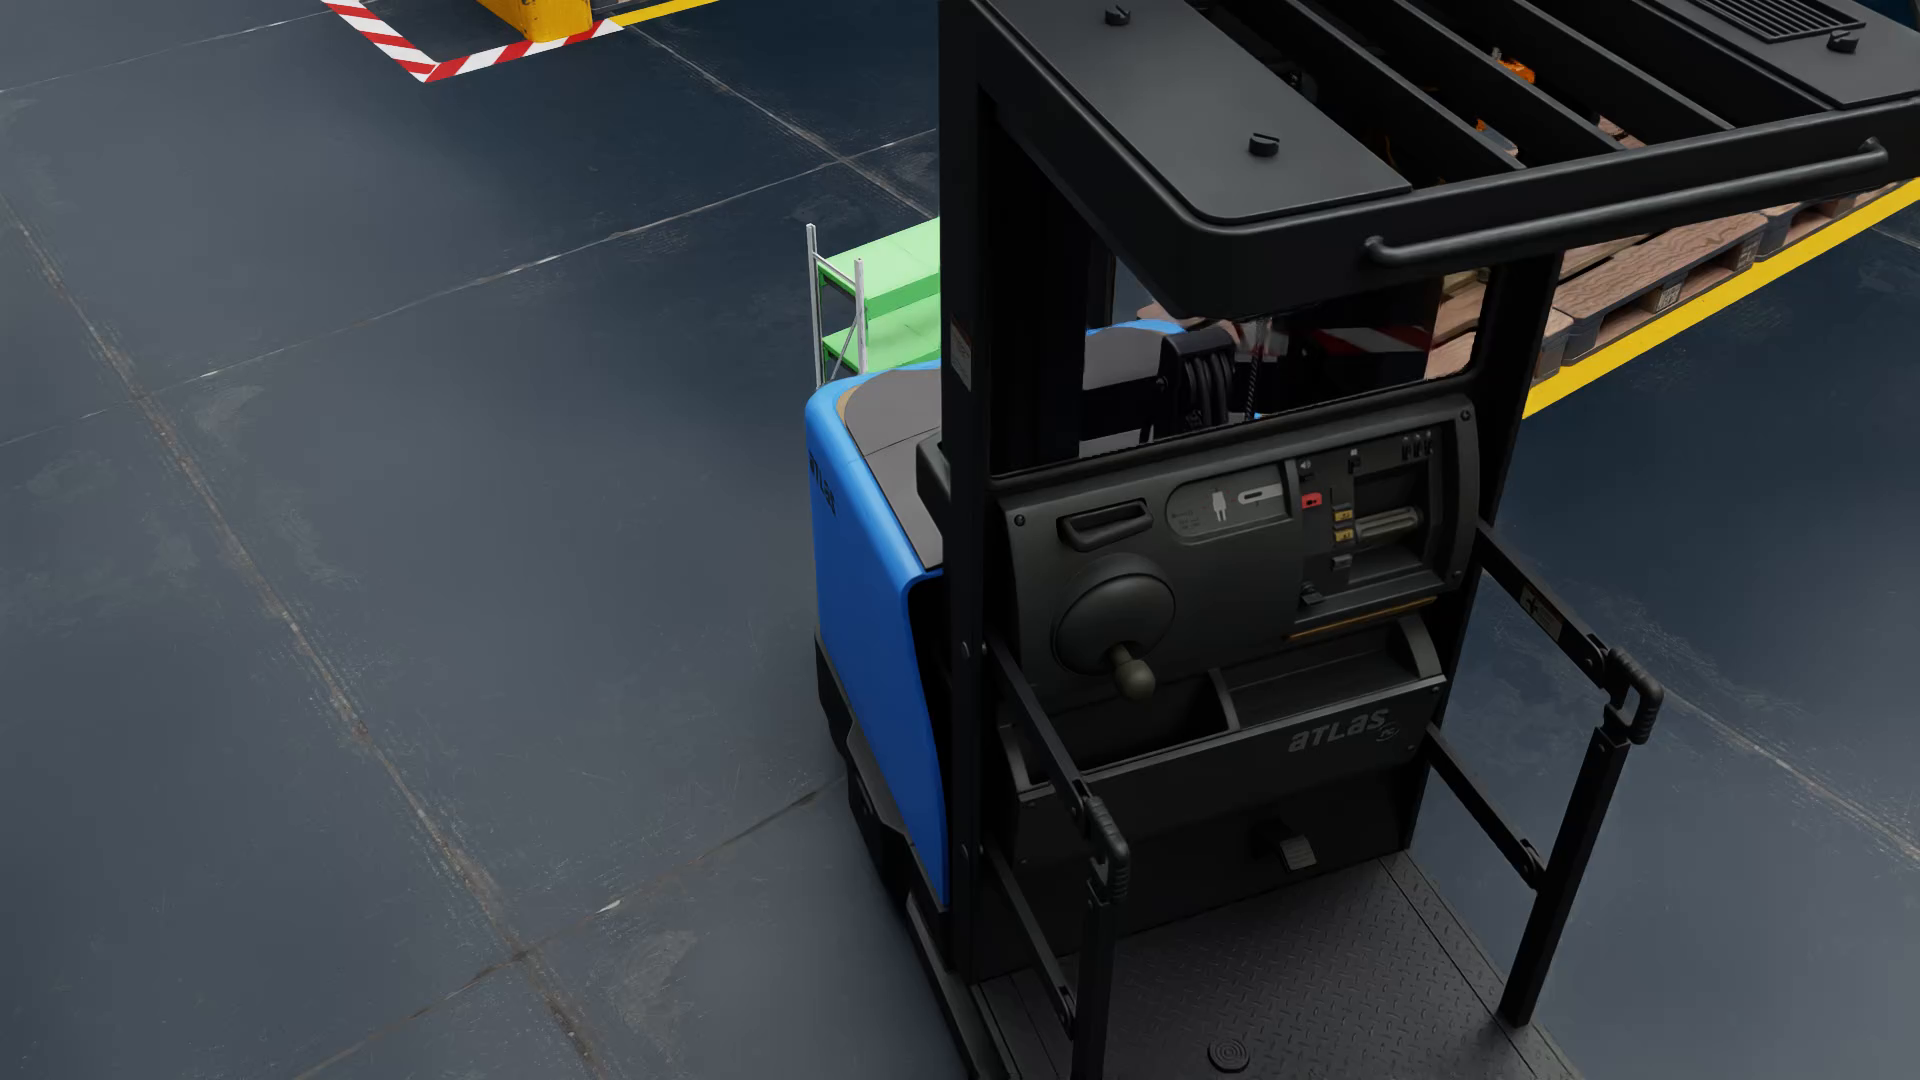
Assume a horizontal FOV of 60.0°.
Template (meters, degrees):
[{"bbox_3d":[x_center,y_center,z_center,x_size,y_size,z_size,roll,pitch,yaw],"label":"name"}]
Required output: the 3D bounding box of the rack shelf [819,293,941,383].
[{"bbox_3d":[-0.131,-0.536,4.680,0.480,0.148,0.258,-26,46,-28],"label":"rack shelf"}]

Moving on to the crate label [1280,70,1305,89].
[{"bbox_3d":[1.112,-1.378,4.650,0.303,0.233,0.416,-26,46,-28],"label":"crate label"}]

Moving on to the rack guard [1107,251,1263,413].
[{"bbox_3d":[0.704,-0.508,5.475,0.348,0.500,1.175,-26,46,-28],"label":"rack guard"}]

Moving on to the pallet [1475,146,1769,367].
[{"bbox_3d":[2.360,-1.180,6.522,1.213,0.211,1.003,-26,46,-28],"label":"pallet"}]

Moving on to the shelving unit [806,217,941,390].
[{"bbox_3d":[-0.131,-0.400,4.791,0.503,1.200,0.258,-26,46,-28],"label":"shelving unit"}]

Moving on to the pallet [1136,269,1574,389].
[{"bbox_3d":[1.393,-0.711,5.950,1.213,0.211,1.003,-26,46,-28],"label":"pallet"}]

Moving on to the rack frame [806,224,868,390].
[{"bbox_3d":[-0.325,-0.306,4.676,0.015,1.200,0.240,-26,46,-28],"label":"rack frame"}]

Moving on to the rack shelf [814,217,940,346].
[{"bbox_3d":[-0.131,-0.722,4.527,0.480,0.148,0.258,-26,46,-28],"label":"rack shelf"}]

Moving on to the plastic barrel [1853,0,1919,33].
[{"bbox_3d":[4.329,-2.589,7.364,0.708,0.901,0.600,-26,46,-28],"label":"plastic barrel"}]

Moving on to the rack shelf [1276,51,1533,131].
[{"bbox_3d":[2.301,-1.985,5.872,4.000,0.370,1.077,-26,46,-28],"label":"rack shelf"}]

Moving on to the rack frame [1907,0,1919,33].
[{"bbox_3d":[3.887,-3.036,6.586,0.127,3.000,1.000,-26,46,-28],"label":"rack frame"}]

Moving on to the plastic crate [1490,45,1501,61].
[{"bbox_3d":[1.417,-1.423,4.781,0.298,0.136,0.250,-26,46,-28],"label":"plastic crate"}]

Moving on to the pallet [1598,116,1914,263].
[{"bbox_3d":[3.328,-1.654,7.100,1.213,0.211,1.003,-26,46,-28],"label":"pallet"}]

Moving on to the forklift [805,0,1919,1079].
[{"bbox_3d":[0.598,0.091,2.828,1.130,2.935,3.031,-13,41,-16],"label":"forklift"}]

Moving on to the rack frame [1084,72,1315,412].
[{"bbox_3d":[0.715,-1.490,4.701,0.127,3.000,1.000,-26,46,-28],"label":"rack frame"}]

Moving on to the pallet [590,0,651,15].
[{"bbox_3d":[-1.716,-3.251,9.047,1.213,0.211,1.003,-26,46,-28],"label":"pallet"}]

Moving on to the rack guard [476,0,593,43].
[{"bbox_3d":[-2.322,-3.005,8.519,0.348,0.500,1.175,-26,46,-28],"label":"rack guard"}]
